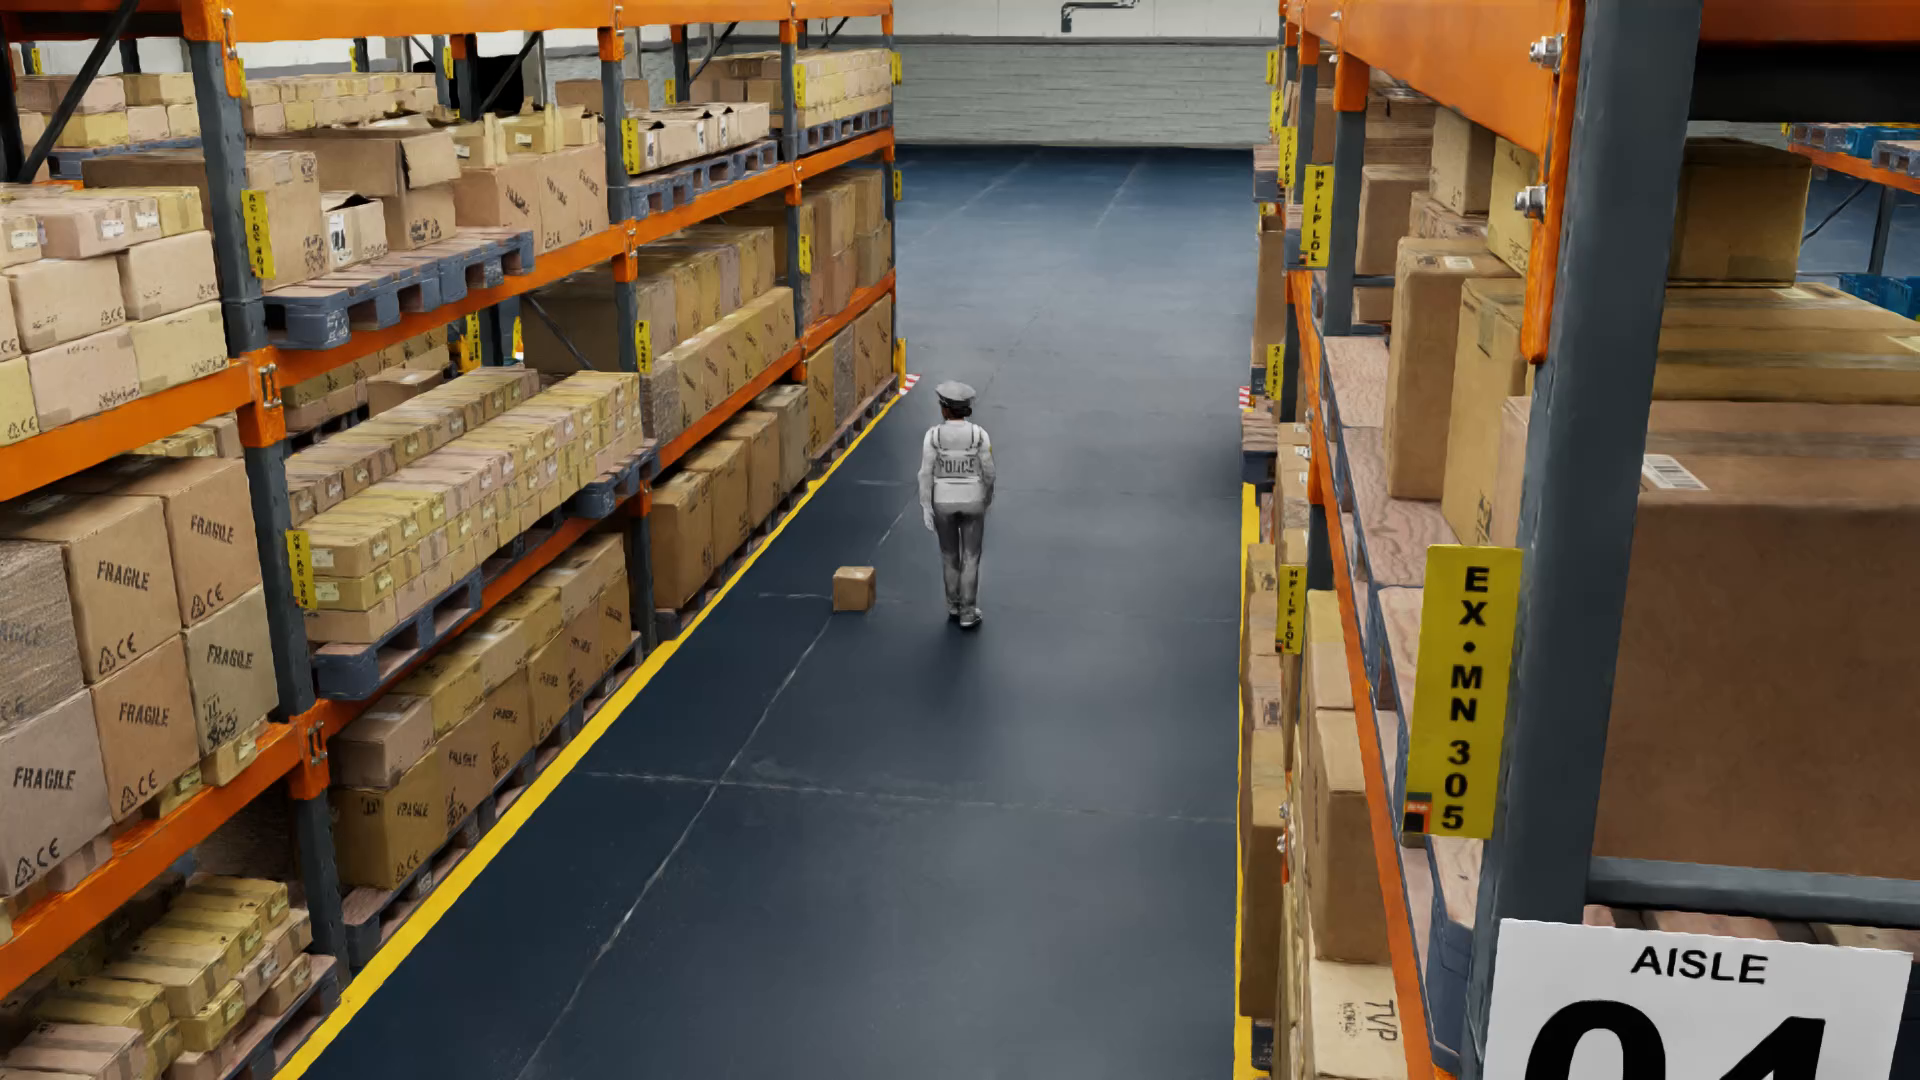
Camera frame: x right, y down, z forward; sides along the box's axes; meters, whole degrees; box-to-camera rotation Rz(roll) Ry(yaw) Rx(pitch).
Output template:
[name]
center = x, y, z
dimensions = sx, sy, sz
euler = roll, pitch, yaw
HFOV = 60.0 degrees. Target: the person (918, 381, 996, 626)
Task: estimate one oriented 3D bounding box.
[person]
center = -0.010, -0.216, 11.241
dimensions = 0.513, 1.753, 0.468
euler = 2, 18, 6
